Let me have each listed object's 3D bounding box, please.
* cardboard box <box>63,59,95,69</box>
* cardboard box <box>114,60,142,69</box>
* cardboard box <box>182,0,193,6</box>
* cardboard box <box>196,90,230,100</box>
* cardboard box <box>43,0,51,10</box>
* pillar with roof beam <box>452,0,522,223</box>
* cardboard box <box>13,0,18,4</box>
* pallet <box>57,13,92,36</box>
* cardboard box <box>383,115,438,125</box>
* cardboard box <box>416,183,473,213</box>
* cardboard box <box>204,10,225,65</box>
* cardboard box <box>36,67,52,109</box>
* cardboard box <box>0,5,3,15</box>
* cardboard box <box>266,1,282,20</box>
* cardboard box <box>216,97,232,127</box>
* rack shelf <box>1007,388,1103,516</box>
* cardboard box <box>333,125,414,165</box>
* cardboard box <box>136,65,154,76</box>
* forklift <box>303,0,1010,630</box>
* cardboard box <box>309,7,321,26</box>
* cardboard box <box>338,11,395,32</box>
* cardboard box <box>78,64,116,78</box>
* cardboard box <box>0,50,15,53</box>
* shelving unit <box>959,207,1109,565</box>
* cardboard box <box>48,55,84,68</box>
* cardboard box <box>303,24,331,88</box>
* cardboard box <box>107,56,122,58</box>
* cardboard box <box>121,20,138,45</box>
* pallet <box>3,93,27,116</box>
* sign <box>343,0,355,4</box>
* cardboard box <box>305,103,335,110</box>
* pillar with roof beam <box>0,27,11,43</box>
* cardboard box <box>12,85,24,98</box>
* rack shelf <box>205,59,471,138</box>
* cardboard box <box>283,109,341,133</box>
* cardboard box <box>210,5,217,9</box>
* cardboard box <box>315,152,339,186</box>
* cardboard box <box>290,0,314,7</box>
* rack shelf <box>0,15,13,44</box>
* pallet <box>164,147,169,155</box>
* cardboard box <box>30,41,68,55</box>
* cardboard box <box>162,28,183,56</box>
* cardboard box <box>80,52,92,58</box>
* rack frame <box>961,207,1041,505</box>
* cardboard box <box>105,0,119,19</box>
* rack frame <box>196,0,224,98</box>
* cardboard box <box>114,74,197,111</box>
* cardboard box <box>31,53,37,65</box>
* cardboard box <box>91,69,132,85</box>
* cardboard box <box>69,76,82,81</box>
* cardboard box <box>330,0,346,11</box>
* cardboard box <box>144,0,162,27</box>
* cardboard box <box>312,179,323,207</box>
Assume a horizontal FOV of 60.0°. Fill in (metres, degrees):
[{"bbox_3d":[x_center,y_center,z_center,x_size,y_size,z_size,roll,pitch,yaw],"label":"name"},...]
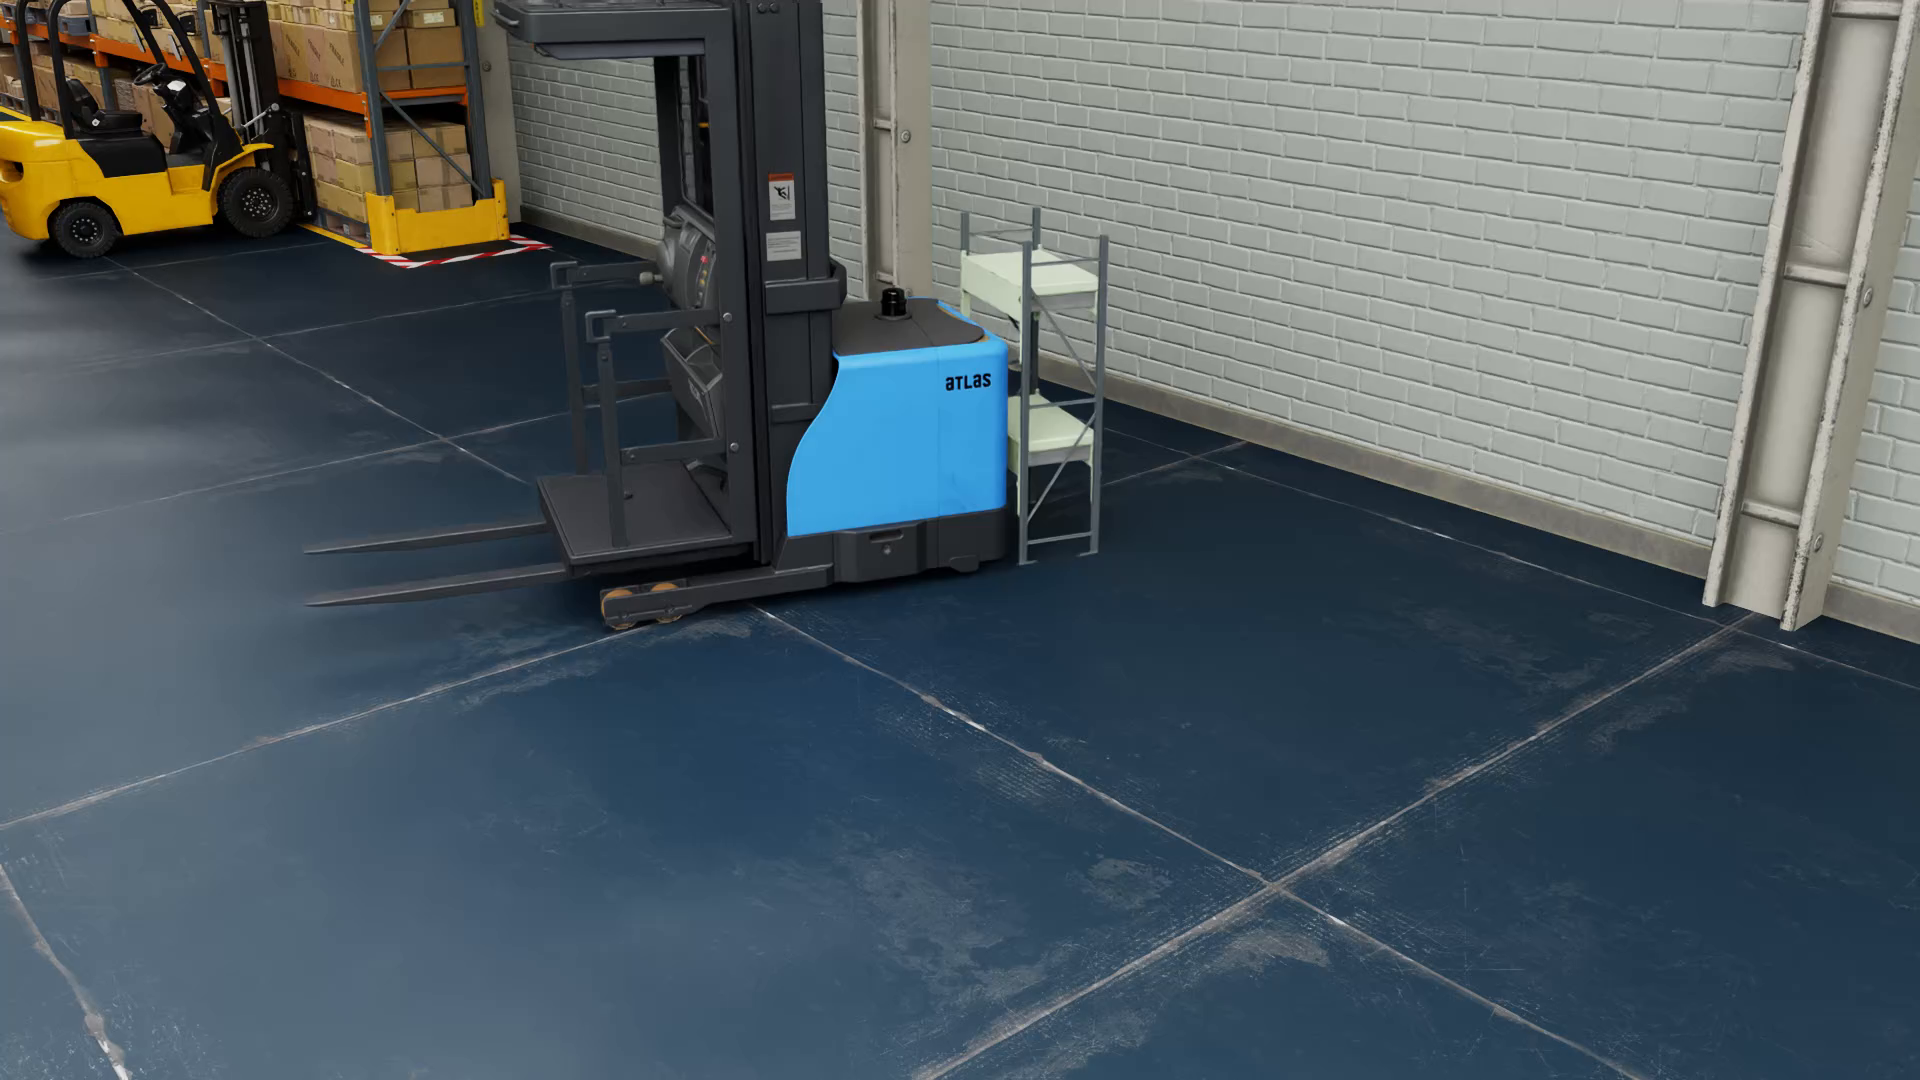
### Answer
[{"bbox_3d":[-11.273,-6.083,21.365,0.380,0.149,0.250,-17,27,-37],"label":"cardboard box"},{"bbox_3d":[-10.588,-6.060,21.305,0.380,0.149,0.250,-18,28,-39],"label":"cardboard box"},{"bbox_3d":[-7.755,-5.573,17.072,0.380,0.149,0.250,-18,28,-38],"label":"cardboard box"},{"bbox_3d":[-8.032,-4.563,18.201,0.875,0.625,0.625,-18,28,-38],"label":"cardboard box"},{"bbox_3d":[-10.999,-6.871,20.697,0.797,0.503,0.637,-18,28,-39],"label":"cardboard box"},{"bbox_3d":[-7.604,-6.186,11.438,9.100,9.000,0.400,-17,27,-37],"label":"pillar with roof beam"},{"bbox_3d":[-11.920,-7.238,21.637,0.700,0.500,0.500,-17,27,-37],"label":"cardboard box"},{"bbox_3d":[-10.289,-6.302,20.224,1.213,0.211,1.003,-17,27,-37],"label":"pallet"},{"bbox_3d":[-5.070,-3.706,15.157,0.500,0.250,0.500,-17,27,-37],"label":"cardboard box"},{"bbox_3d":[-4.744,-3.108,15.000,0.500,0.250,0.500,-17,27,-37],"label":"cardboard box"},{"bbox_3d":[-7.090,-4.977,16.442,0.500,0.500,0.500,-18,28,-39],"label":"cardboard box"},{"bbox_3d":[-11.904,-6.025,22.106,0.500,0.500,0.500,-18,28,-38],"label":"cardboard box"},{"bbox_3d":[-12.990,-7.304,22.863,0.380,0.149,0.250,-17,27,-36],"label":"cardboard box"},{"bbox_3d":[-6.179,-4.881,15.308,0.380,0.149,0.250,-18,28,-38],"label":"cardboard box"},{"bbox_3d":[-7.104,-4.288,16.642,0.500,0.250,0.500,-18,28,-38],"label":"cardboard box"},{"bbox_3d":[0.327,-0.432,7.923,0.431,0.370,0.720,-8,23,-20],"label":"rack shelf"},{"bbox_3d":[-5.108,-3.444,14.488,0.500,0.250,0.500,-16,27,-36],"label":"cardboard box"},{"bbox_3d":[-10.050,-5.852,20.775,0.380,0.149,0.250,-16,27,-36],"label":"cardboard box"},{"bbox_3d":[-1.345,-1.205,7.041,3.031,2.935,1.130,-8,23,-19],"label":"forklift"},{"bbox_3d":[-5.475,-4.609,14.612,0.380,0.149,0.250,-18,27,-38],"label":"cardboard box"},{"bbox_3d":[-5.010,-4.388,14.048,0.380,0.149,0.250,-17,27,-37],"label":"cardboard box"},{"bbox_3d":[-10.785,-5.865,20.809,0.380,0.149,0.250,-16,27,-36],"label":"cardboard box"},{"bbox_3d":[-13.890,-6.856,24.226,0.500,0.500,0.500,-17,27,-36],"label":"cardboard box"},{"bbox_3d":[0.327,-0.735,7.804,0.431,1.500,0.755,-8,23,-20],"label":"shelving unit"},{"bbox_3d":[-11.767,-6.298,21.913,0.380,0.149,0.250,-18,28,-38],"label":"cardboard box"},{"bbox_3d":[-5.423,-4.276,14.651,0.500,0.500,0.500,-16,27,-36],"label":"cardboard box"},{"bbox_3d":[-11.068,-6.279,21.864,0.380,0.149,0.250,-17,27,-37],"label":"cardboard box"},{"bbox_3d":[-9.022,-5.689,18.602,0.500,0.250,0.500,-19,28,-39],"label":"cardboard box"},{"bbox_3d":[-12.852,-6.217,23.568,1.003,0.211,1.213,-17,27,-37],"label":"pallet"},{"bbox_3d":[-4.991,-4.534,13.536,0.100,0.325,0.005,-17,27,-37],"label":"sign"},{"bbox_3d":[-6.052,-4.127,16.231,0.500,0.250,0.500,-17,27,-37],"label":"cardboard box"},{"bbox_3d":[-19.354,-11.159,24.135,9.100,9.000,0.400,-17,27,-37],"label":"pillar with roof beam"},{"bbox_3d":[-12.990,-6.278,23.233,0.380,0.149,0.250,-18,28,-39],"label":"cardboard box"},{"bbox_3d":[-5.877,-4.228,15.652,1.077,0.370,4.000,-17,27,-37],"label":"rack shelf"},{"bbox_3d":[-6.108,-3.863,15.556,0.500,0.250,0.500,-18,28,-38],"label":"cardboard box"},{"bbox_3d":[-7.173,-5.313,16.410,0.380,0.149,0.250,-18,28,-38],"label":"cardboard box"},{"bbox_3d":[-5.445,-3.360,14.957,0.500,0.250,0.500,-18,28,-38],"label":"cardboard box"},{"bbox_3d":[-5.701,-4.805,14.704,0.380,0.149,0.250,-17,27,-36],"label":"cardboard box"},{"bbox_3d":[-13.710,-7.543,24.117,1.077,0.370,4.000,-17,27,-37],"label":"rack shelf"},{"bbox_3d":[-8.493,-4.349,18.797,1.003,0.211,1.213,-17,27,-37],"label":"pallet"},{"bbox_3d":[-12.166,-6.575,22.213,0.380,0.149,0.250,-19,28,-40],"label":"cardboard box"},{"bbox_3d":[-8.042,-5.260,17.507,0.500,0.250,0.500,-18,27,-38],"label":"cardboard box"},{"bbox_3d":[-11.605,-6.490,22.403,0.380,0.149,0.250,-17,27,-37],"label":"cardboard box"},{"bbox_3d":[0.194,-0.859,8.122,0.400,1.500,0.023,-8,23,-20],"label":"rack frame"},{"bbox_3d":[-9.363,-6.064,18.874,0.500,0.250,0.500,-16,27,-36],"label":"cardboard box"},{"bbox_3d":[-7.182,-5.115,16.932,1.000,3.000,0.127,-17,27,-37],"label":"rack frame"},{"bbox_3d":[-9.396,-5.135,19.661,0.875,0.625,0.625,-16,27,-36],"label":"cardboard box"},{"bbox_3d":[-12.372,-6.497,22.421,0.380,0.149,0.250,-16,26,-35],"label":"cardboard box"},{"bbox_3d":[-10.307,-5.630,20.209,0.380,0.149,0.250,-19,28,-40],"label":"cardboard box"},{"bbox_3d":[-10.894,-5.603,21.027,0.500,0.500,0.500,-16,27,-35],"label":"cardboard box"},{"bbox_3d":[-5.149,-4.607,14.199,0.380,0.149,0.250,-17,27,-37],"label":"cardboard box"},{"bbox_3d":[-8.367,-5.636,17.781,0.500,0.250,0.500,-17,27,-36],"label":"cardboard box"},{"bbox_3d":[-5.754,-3.260,15.389,0.500,0.250,0.500,-17,27,-37],"label":"cardboard box"}]
